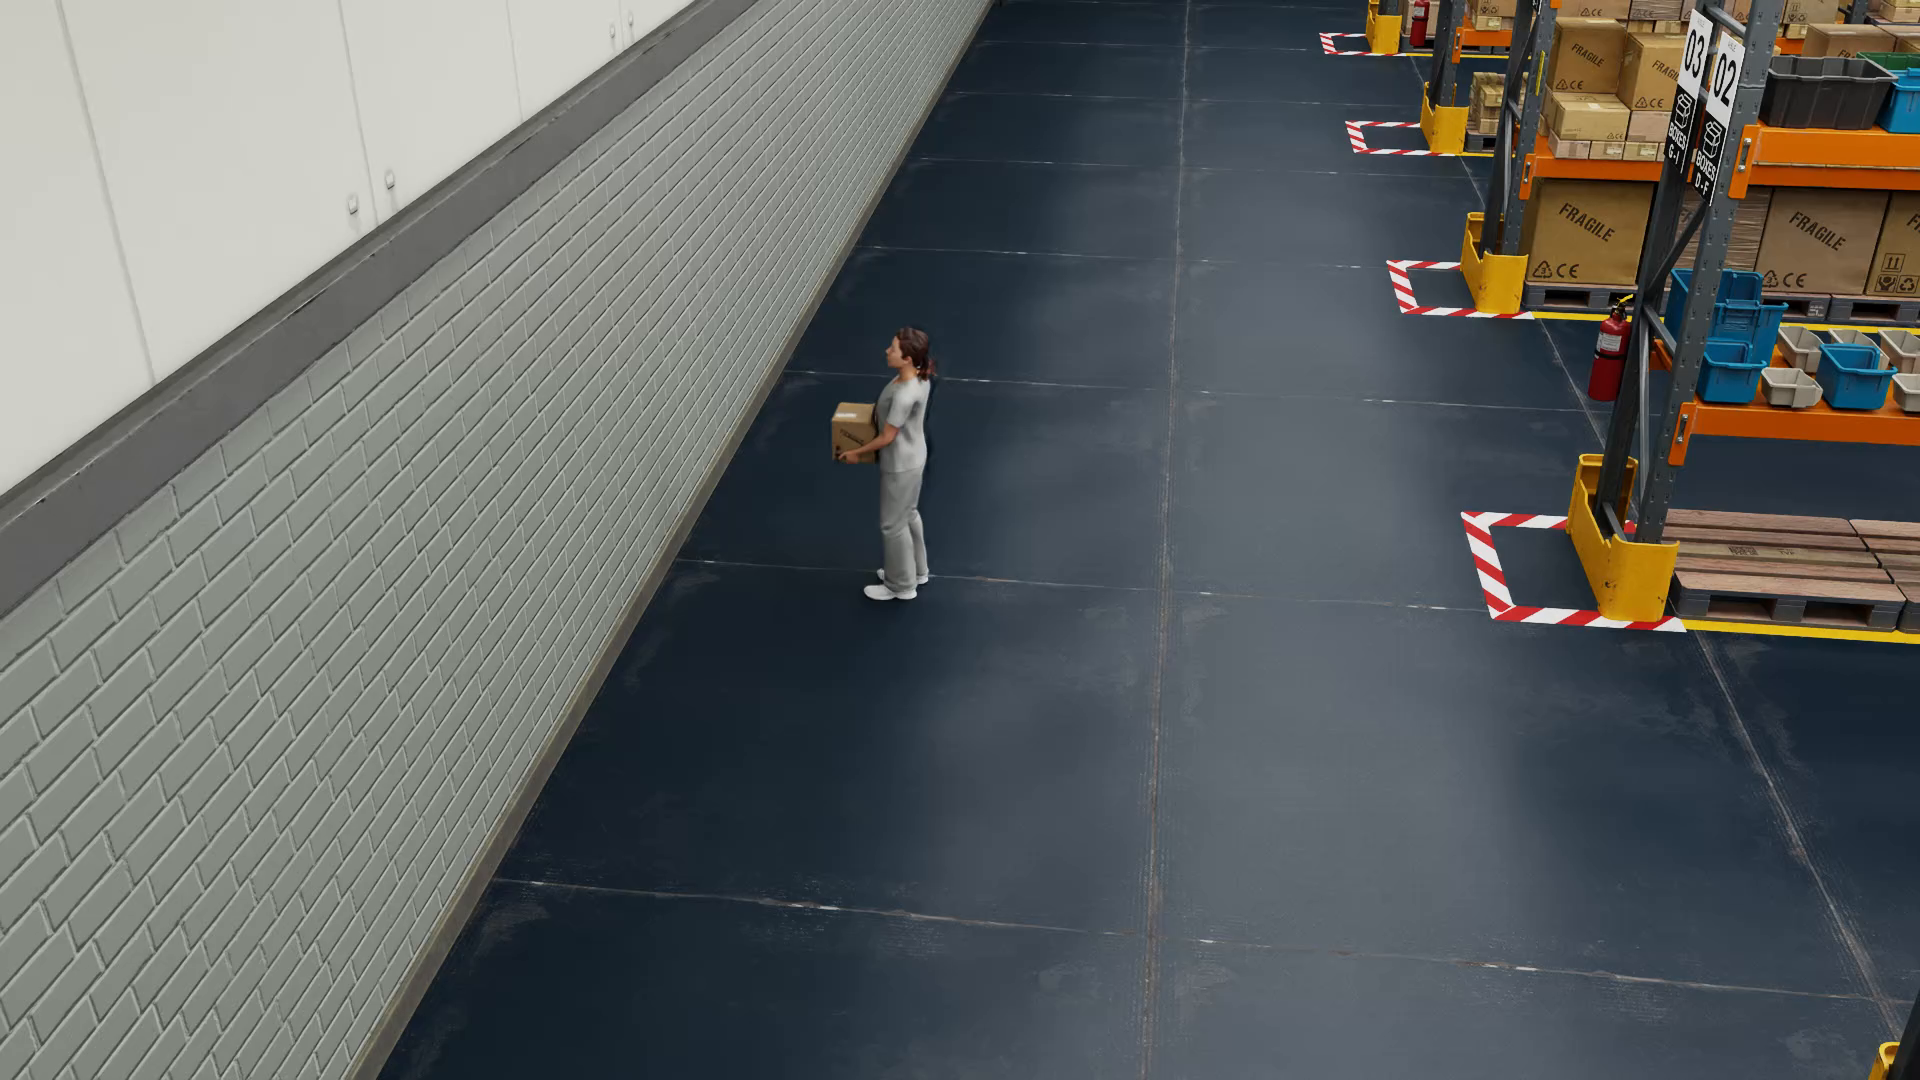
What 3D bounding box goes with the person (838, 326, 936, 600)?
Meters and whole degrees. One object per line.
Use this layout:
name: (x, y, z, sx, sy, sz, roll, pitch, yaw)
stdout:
person: (-0.398, -0.426, 9.413, 0.548, 1.669, 0.442, 3, 29, 5)
